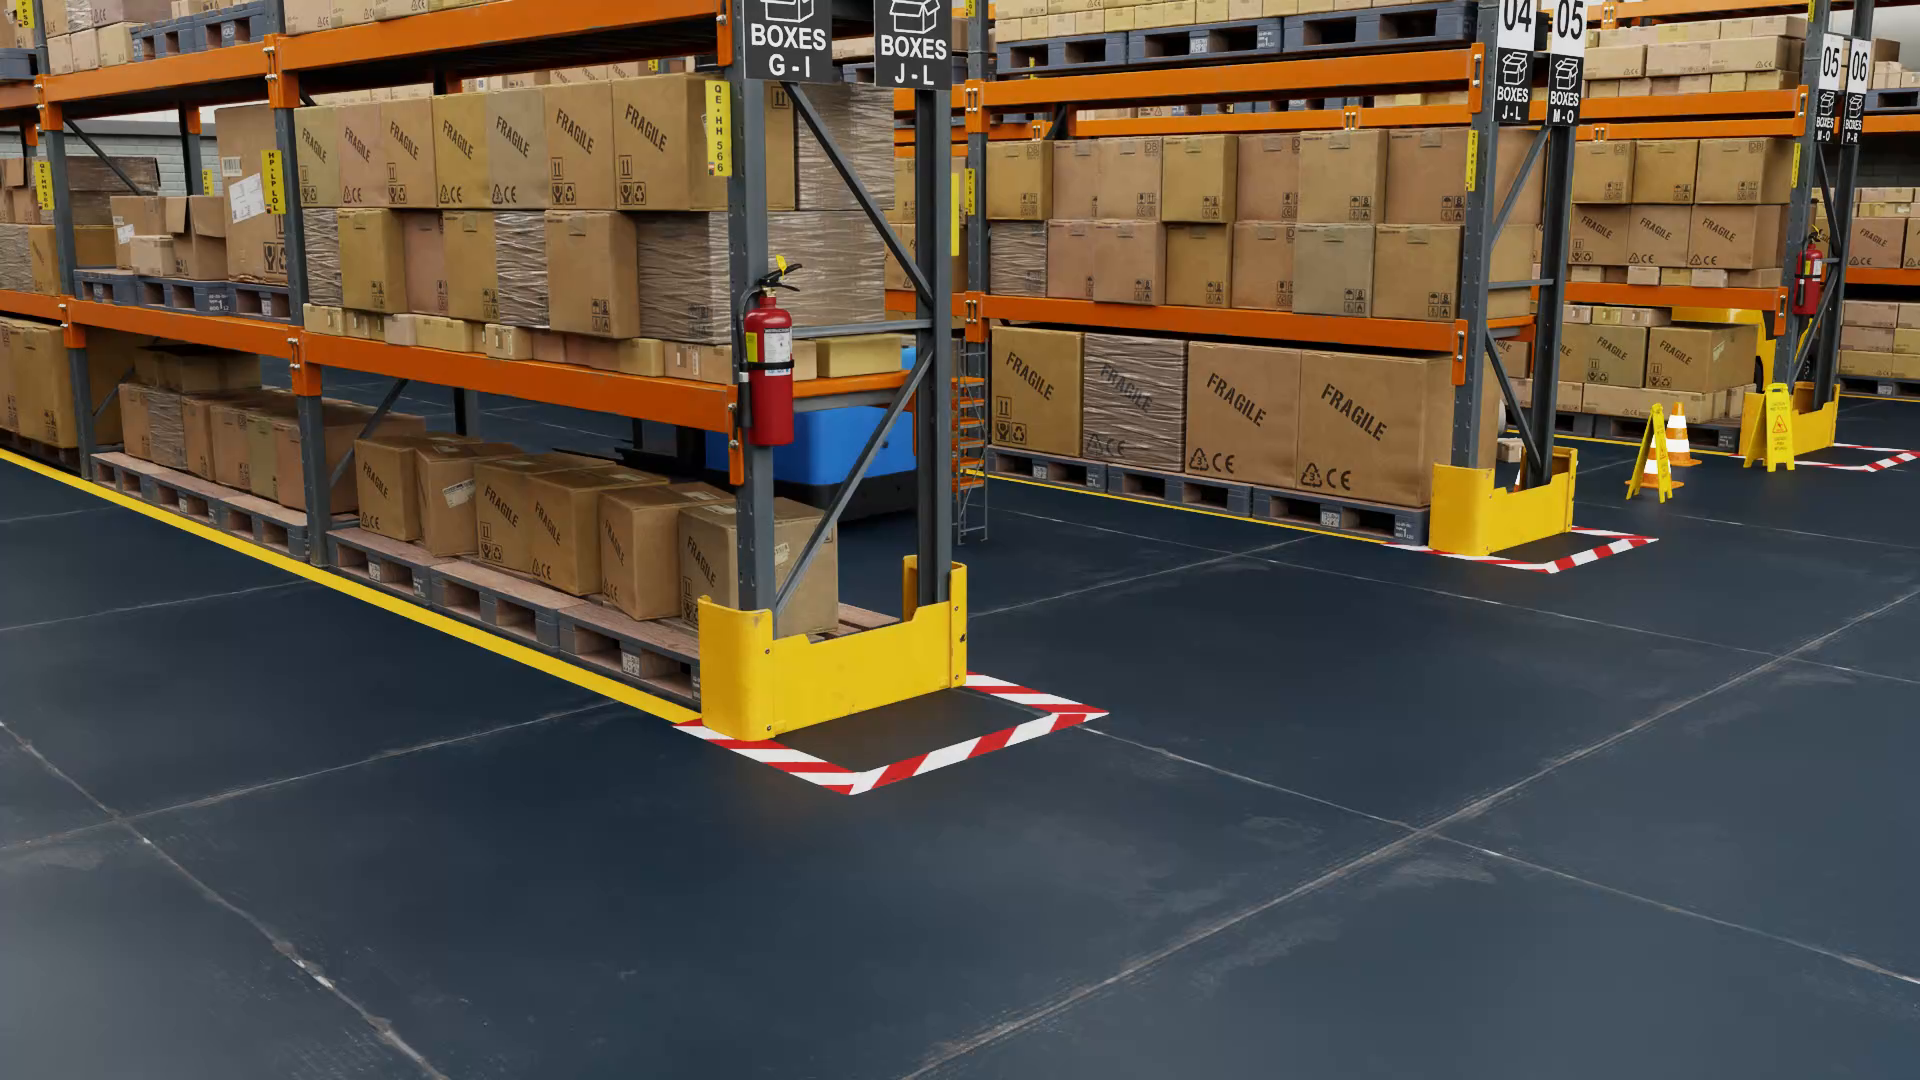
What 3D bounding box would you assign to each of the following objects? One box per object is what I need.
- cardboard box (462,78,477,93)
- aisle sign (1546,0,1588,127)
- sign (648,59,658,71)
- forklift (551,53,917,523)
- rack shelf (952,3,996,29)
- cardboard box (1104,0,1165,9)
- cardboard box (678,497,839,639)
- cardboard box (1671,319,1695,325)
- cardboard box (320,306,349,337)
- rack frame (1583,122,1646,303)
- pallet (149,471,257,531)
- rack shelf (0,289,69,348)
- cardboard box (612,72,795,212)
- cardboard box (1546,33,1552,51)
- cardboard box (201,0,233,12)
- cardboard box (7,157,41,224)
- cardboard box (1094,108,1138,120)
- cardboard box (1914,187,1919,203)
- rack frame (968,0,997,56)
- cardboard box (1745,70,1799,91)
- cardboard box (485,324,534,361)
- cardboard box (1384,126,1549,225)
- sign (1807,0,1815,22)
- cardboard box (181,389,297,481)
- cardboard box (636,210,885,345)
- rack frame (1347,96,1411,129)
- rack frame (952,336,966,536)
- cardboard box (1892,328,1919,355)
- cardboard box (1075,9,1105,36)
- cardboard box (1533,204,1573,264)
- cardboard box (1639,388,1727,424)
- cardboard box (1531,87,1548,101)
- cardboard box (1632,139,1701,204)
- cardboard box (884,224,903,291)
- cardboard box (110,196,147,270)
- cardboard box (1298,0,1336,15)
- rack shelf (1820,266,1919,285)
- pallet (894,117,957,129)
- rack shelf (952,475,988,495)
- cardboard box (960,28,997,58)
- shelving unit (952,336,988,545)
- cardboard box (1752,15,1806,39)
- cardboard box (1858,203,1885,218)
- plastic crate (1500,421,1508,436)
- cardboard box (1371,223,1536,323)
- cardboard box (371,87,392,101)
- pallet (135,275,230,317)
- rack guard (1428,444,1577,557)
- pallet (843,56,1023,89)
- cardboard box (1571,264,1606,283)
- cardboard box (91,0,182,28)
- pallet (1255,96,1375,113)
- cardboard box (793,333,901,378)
[{"bbox_3d":[-4.883,-4.884,17.460,0.700,0.500,0.500,-11,16,-42],"label":"cardboard box"},{"bbox_3d":[3.488,-2.784,9.548,0.394,0.787,0.004,-11,16,-43],"label":"aisle sign"},{"bbox_3d":[-2.696,-4.294,14.604,0.100,0.325,0.005,-11,16,-43],"label":"sign"},{"bbox_3d":[-1.616,-1.730,11.043,3.031,2.935,1.130,10,16,41],"label":"forklift"},{"bbox_3d":[-0.173,-6.033,19.668,1.077,0.370,4.000,-11,16,-43],"label":"rack shelf"},{"bbox_3d":[1.293,-3.602,10.871,0.500,0.250,0.500,-11,16,-43],"label":"cardboard box"},{"bbox_3d":[-0.854,0.122,7.038,0.500,0.500,0.500,-7,14,-32],"label":"cardboard box"},{"bbox_3d":[5.994,-1.645,14.379,0.500,0.500,0.500,11,16,43],"label":"cardboard box"},{"bbox_3d":[-3.103,-1.152,8.691,0.380,0.149,0.250,-11,16,-43],"label":"cardboard box"},{"bbox_3d":[7.558,-3.460,19.270,1.000,3.000,0.127,-11,16,-43],"label":"rack frame"},{"bbox_3d":[-4.583,-0.312,10.904,1.003,0.211,1.213,-11,16,-43],"label":"pallet"},{"bbox_3d":[-7.341,-1.910,13.530,1.077,0.370,4.000,-11,16,-43],"label":"rack shelf"},{"bbox_3d":[-0.994,-1.533,6.455,0.500,0.500,0.500,-11,16,-43],"label":"cardboard box"},{"bbox_3d":[5.085,-4.197,14.063,0.380,0.149,0.250,-10,16,-41],"label":"cardboard box"},{"bbox_3d":[-4.102,-3.332,9.919,0.797,0.503,0.637,-10,15,-40],"label":"cardboard box"},{"bbox_3d":[-6.901,-2.715,12.922,0.797,0.503,0.637,-10,16,-41],"label":"cardboard box"},{"bbox_3d":[1.855,-4.730,17.753,0.700,0.500,0.500,-11,16,-43],"label":"cardboard box"},{"bbox_3d":[9.727,-3.443,16.596,0.380,0.149,0.250,-11,16,-42],"label":"cardboard box"},{"bbox_3d":[0.460,-5.001,11.885,1.000,3.000,0.127,-11,16,-43],"label":"rack frame"},{"bbox_3d":[6.284,-3.543,12.863,0.380,0.149,0.250,-11,16,-42],"label":"cardboard box"},{"bbox_3d":[-1.893,-0.897,7.453,0.380,0.149,0.250,-11,16,-43],"label":"cardboard box"},{"bbox_3d":[2.994,-2.141,9.822,0.875,0.550,0.550,-11,16,-43],"label":"cardboard box"},{"bbox_3d":[6.317,-4.012,12.324,0.100,0.325,0.005,-11,16,-43],"label":"sign"},{"bbox_3d":[-4.694,-0.705,11.007,0.700,0.500,0.500,-9,15,-38],"label":"cardboard box"},{"bbox_3d":[-0.795,-1.081,6.742,0.875,0.500,0.500,-11,16,-43],"label":"cardboard box"},{"bbox_3d":[3.970,-2.767,15.910,1.000,3.000,0.127,-11,16,-43],"label":"rack frame"},{"bbox_3d":[-0.053,-0.599,9.845,0.240,1.200,0.006,-11,16,-43],"label":"rack frame"},{"bbox_3d":[9.758,-2.007,16.755,0.500,0.250,0.500,-11,16,-43],"label":"cardboard box"},{"bbox_3d":[0.990,-3.452,11.136,0.380,0.149,0.250,-11,16,-43],"label":"cardboard box"},{"bbox_3d":[5.137,-2.643,14.321,0.500,0.500,0.500,-11,16,-42],"label":"cardboard box"},{"bbox_3d":[5.963,-1.127,13.720,0.500,0.250,0.500,-11,16,-43],"label":"cardboard box"},{"bbox_3d":[5.074,-3.808,14.152,0.380,0.149,0.250,-11,16,-42],"label":"cardboard box"},{"bbox_3d":[5.878,-2.987,13.514,0.700,0.500,0.500,-11,16,-42],"label":"cardboard box"},{"bbox_3d":[-0.443,-2.225,13.027,0.500,0.500,0.500,-11,16,-43],"label":"cardboard box"},{"bbox_3d":[-5.558,-2.152,11.633,0.500,0.500,0.500,9,15,38],"label":"cardboard box"},{"bbox_3d":[2.222,-3.192,9.874,0.380,0.149,0.250,-11,16,-42],"label":"cardboard box"},{"bbox_3d":[8.939,-2.815,17.926,1.077,0.370,4.000,-11,16,-43],"label":"rack shelf"},{"bbox_3d":[-0.050,-4.977,19.671,1.003,0.211,1.213,-10,15,-40],"label":"pallet"},{"bbox_3d":[0.010,-0.307,9.838,0.258,0.103,0.180,-11,16,-43],"label":"rack shelf"},{"bbox_3d":[0.223,-3.844,12.746,0.258,0.266,0.396,-11,16,-43],"label":"cardboard box"},{"bbox_3d":[0.010,-0.586,9.780,0.258,1.200,0.189,-11,16,-43],"label":"shelving unit"},{"bbox_3d":[6.285,-3.929,12.759,0.380,0.149,0.250,-11,16,-42],"label":"cardboard box"},{"bbox_3d":[9.382,-3.371,16.987,0.380,0.149,0.250,-11,16,-43],"label":"cardboard box"},{"bbox_3d":[4.461,-0.994,14.538,0.583,0.080,0.402,6,13,26],"label":"plastic crate"},{"bbox_3d":[2.933,-1.600,9.874,0.875,0.550,0.550,-11,16,-43],"label":"cardboard box"},{"bbox_3d":[-6.282,-5.056,18.717,0.500,0.250,0.500,-10,15,-40],"label":"cardboard box"},{"bbox_3d":[-4.563,-1.593,10.686,1.003,0.211,1.213,-11,16,-43],"label":"pallet"},{"bbox_3d":[3.239,-0.251,9.892,1.175,0.500,0.348,-11,16,-43],"label":"rack guard"},{"bbox_3d":[-0.209,-3.565,12.823,1.217,0.209,0.805,11,16,43],"label":"pallet"},{"bbox_3d":[5.386,-2.262,14.081,0.380,0.149,0.250,-11,16,-43],"label":"cardboard box"},{"bbox_3d":[-5.121,-3.482,10.458,0.500,0.500,0.500,11,16,44],"label":"cardboard box"},{"bbox_3d":[3.621,-4.250,16.136,1.213,0.211,1.003,-11,16,-43],"label":"pallet"},{"bbox_3d":[-0.459,-0.754,6.762,0.380,0.149,0.250,-11,16,-43],"label":"cardboard box"}]
